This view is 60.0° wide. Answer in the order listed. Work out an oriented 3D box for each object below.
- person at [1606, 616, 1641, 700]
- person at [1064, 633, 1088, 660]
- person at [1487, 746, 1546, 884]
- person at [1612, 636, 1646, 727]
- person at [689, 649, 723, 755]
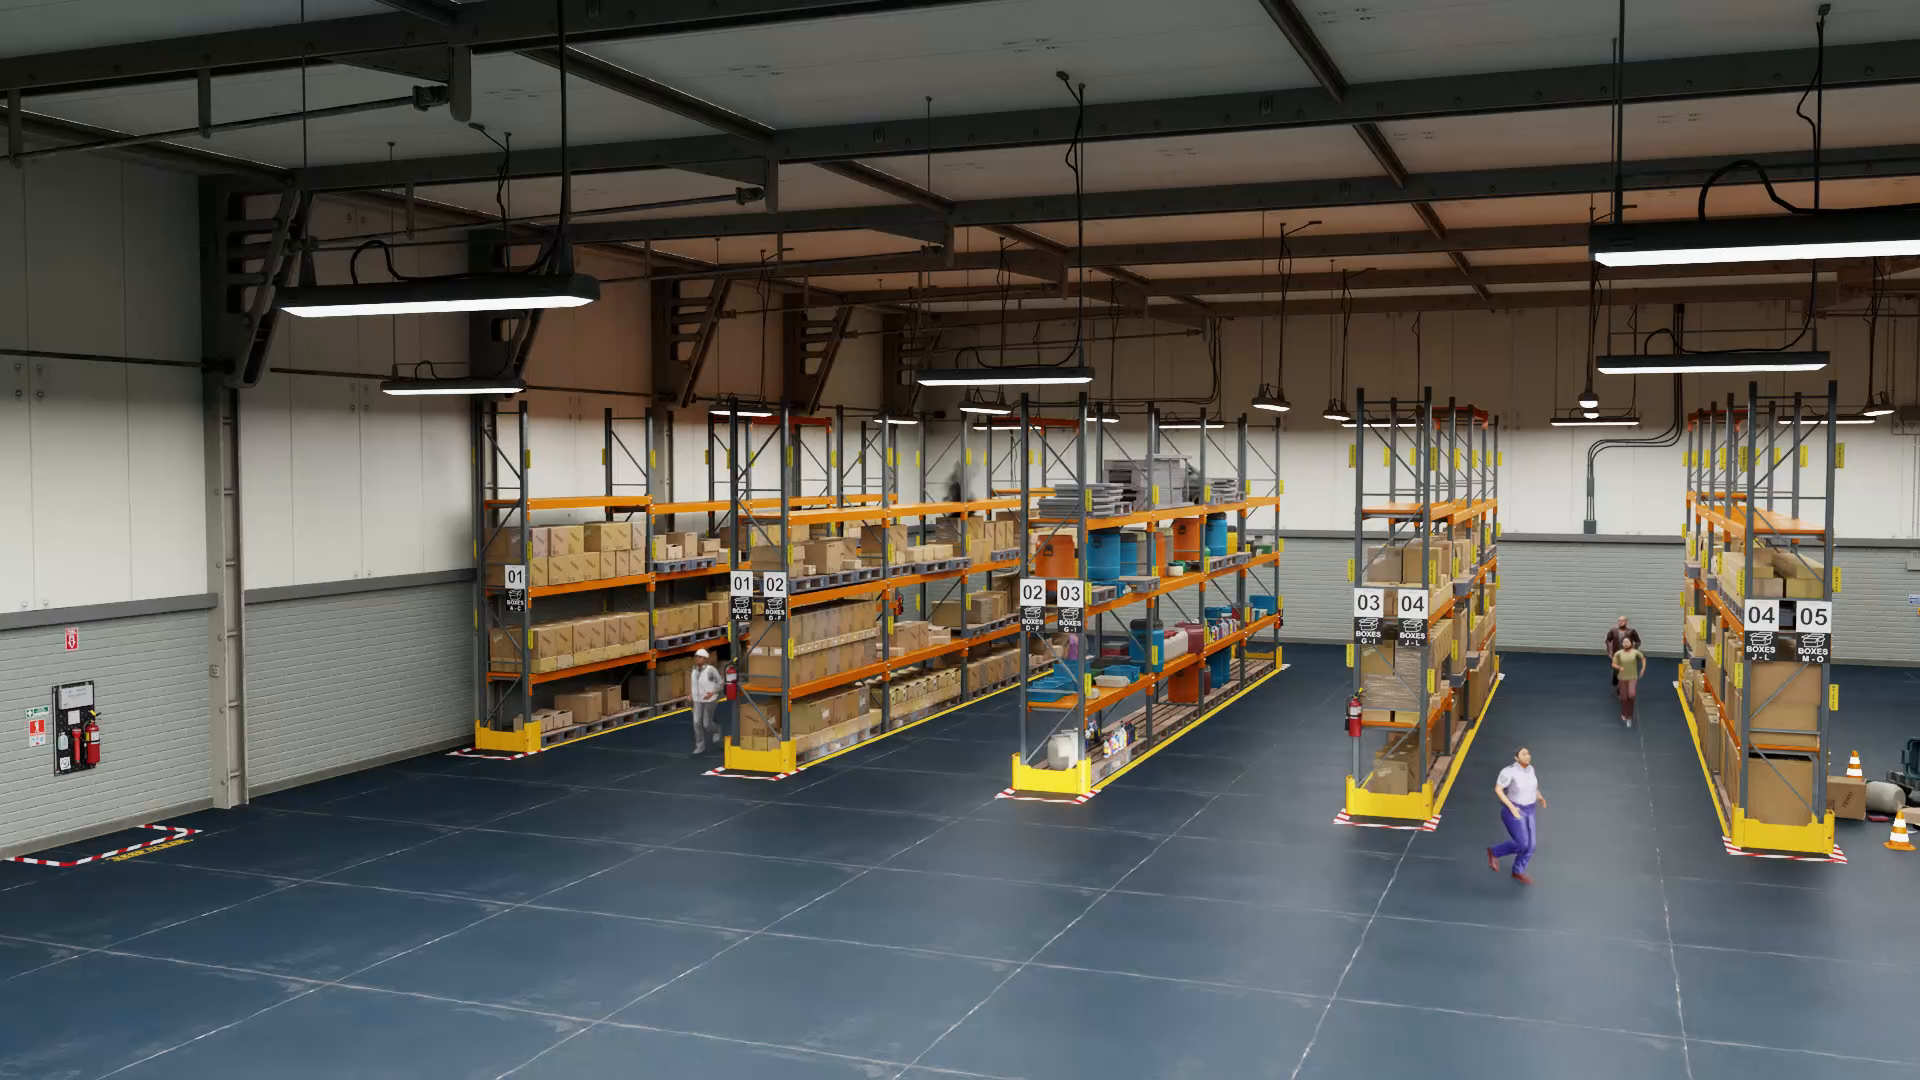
[{"bbox_3d":[13.788,2.454,34.594,0.700,1.748,0.673,1,3,27],"label":"person"},{"bbox_3d":[2.396,2.531,34.325,0.503,1.639,0.703,0,3,5],"label":"person"},{"bbox_3d":[6.638,3.245,19.783,0.582,1.620,0.596,-2,3,-31],"label":"person"},{"bbox_3d":[12.608,2.662,31.387,0.579,1.694,0.720,1,3,27],"label":"person"},{"bbox_3d":[-4.329,2.751,28.452,0.671,1.794,0.700,1,3,25],"label":"person"}]
